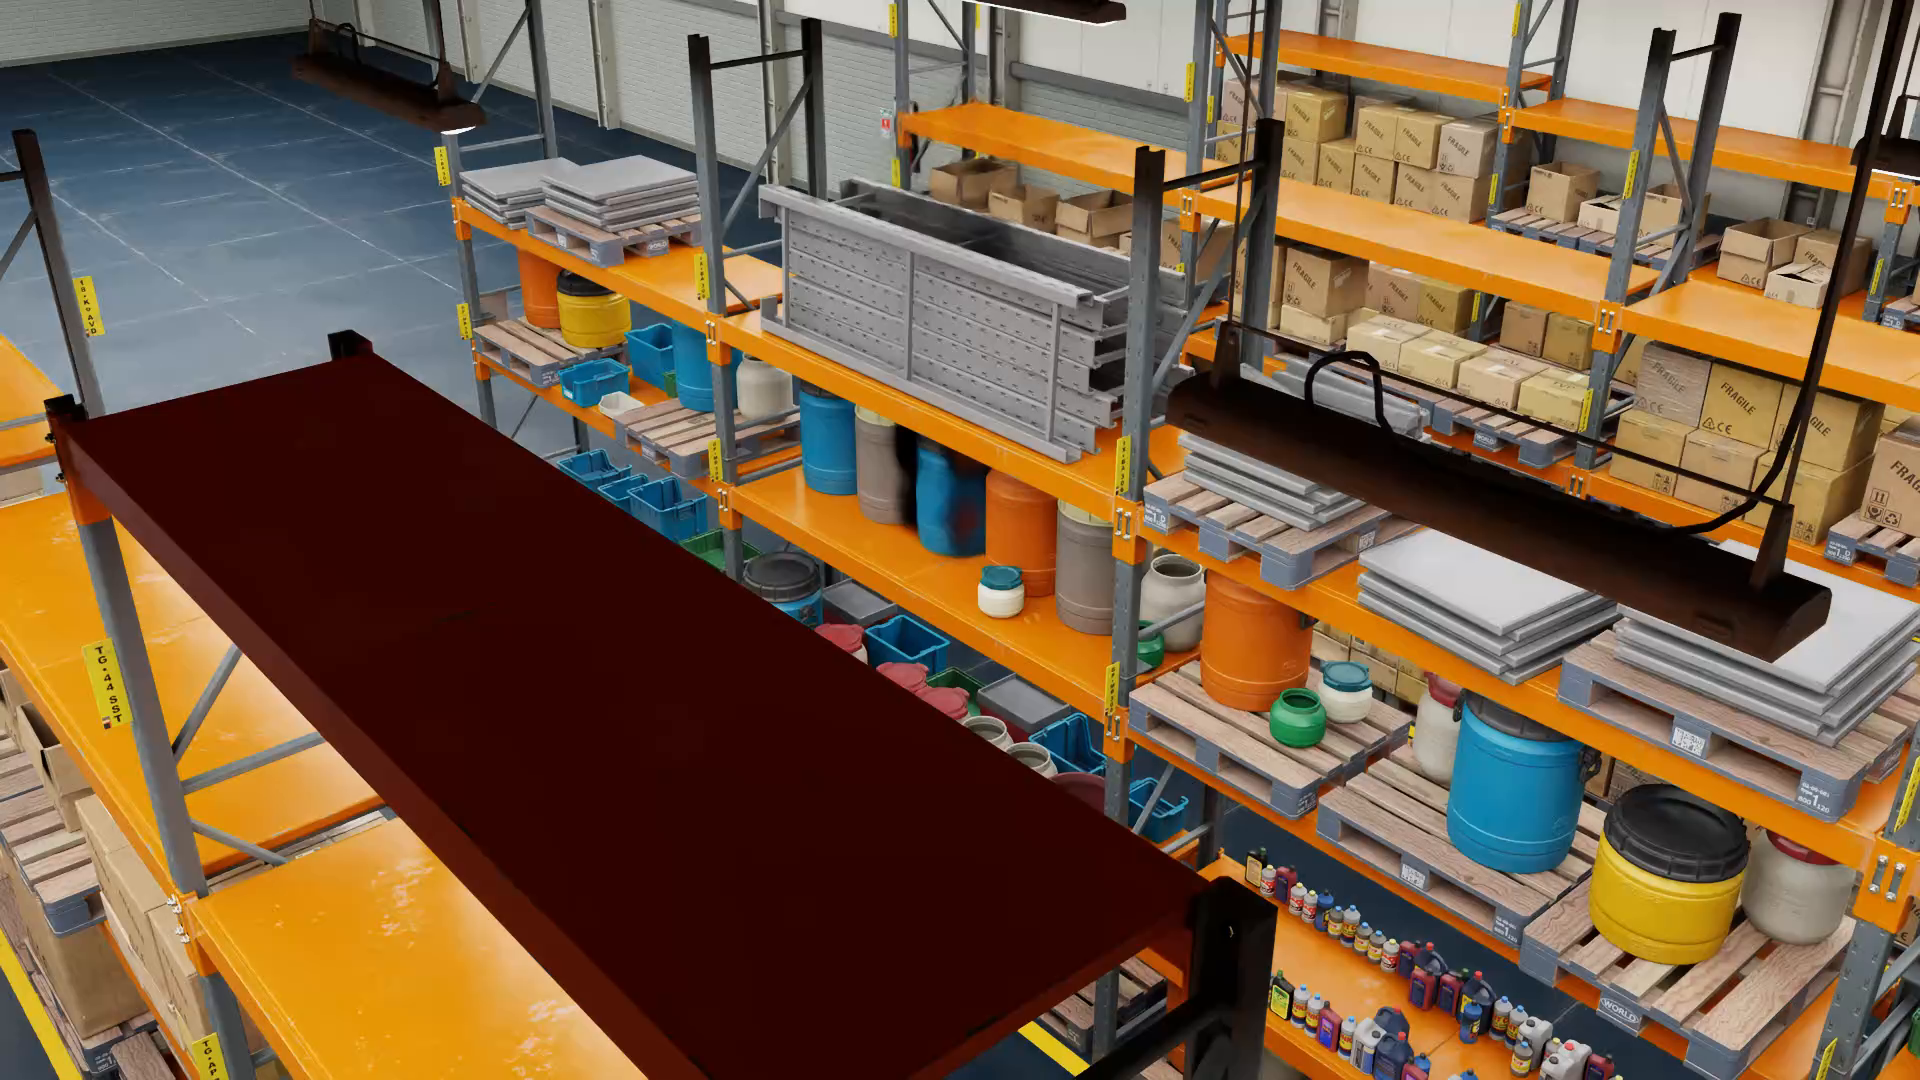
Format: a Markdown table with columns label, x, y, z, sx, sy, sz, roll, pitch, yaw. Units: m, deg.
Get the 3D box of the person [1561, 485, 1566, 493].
| label | x | y | z | sx | sy | sz | roll | pitch | yaw |
| --- | --- | --- | --- | --- | --- | --- | --- | --- | --- |
| person | 5.674 | 0.062 | 15.690 | 0.608 | 1.615 | 0.581 | -23 | 35 | -38 |
